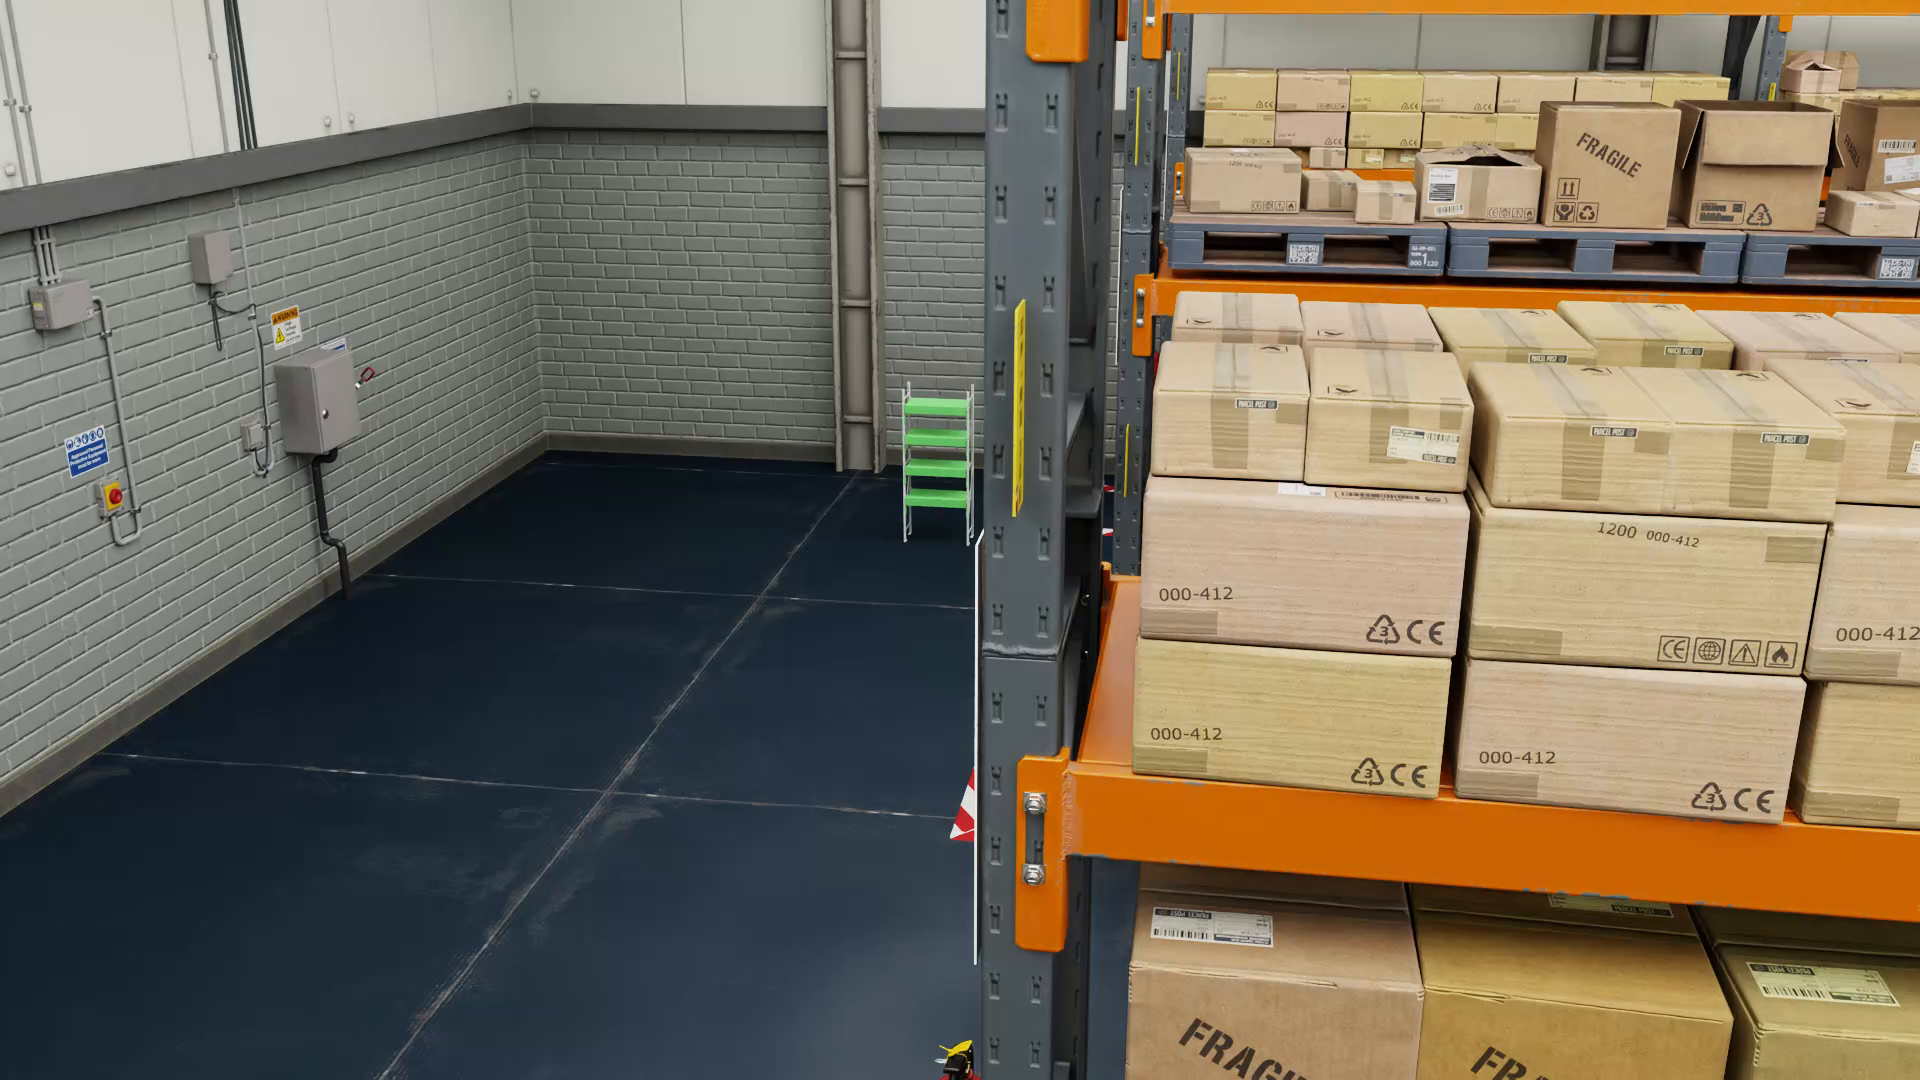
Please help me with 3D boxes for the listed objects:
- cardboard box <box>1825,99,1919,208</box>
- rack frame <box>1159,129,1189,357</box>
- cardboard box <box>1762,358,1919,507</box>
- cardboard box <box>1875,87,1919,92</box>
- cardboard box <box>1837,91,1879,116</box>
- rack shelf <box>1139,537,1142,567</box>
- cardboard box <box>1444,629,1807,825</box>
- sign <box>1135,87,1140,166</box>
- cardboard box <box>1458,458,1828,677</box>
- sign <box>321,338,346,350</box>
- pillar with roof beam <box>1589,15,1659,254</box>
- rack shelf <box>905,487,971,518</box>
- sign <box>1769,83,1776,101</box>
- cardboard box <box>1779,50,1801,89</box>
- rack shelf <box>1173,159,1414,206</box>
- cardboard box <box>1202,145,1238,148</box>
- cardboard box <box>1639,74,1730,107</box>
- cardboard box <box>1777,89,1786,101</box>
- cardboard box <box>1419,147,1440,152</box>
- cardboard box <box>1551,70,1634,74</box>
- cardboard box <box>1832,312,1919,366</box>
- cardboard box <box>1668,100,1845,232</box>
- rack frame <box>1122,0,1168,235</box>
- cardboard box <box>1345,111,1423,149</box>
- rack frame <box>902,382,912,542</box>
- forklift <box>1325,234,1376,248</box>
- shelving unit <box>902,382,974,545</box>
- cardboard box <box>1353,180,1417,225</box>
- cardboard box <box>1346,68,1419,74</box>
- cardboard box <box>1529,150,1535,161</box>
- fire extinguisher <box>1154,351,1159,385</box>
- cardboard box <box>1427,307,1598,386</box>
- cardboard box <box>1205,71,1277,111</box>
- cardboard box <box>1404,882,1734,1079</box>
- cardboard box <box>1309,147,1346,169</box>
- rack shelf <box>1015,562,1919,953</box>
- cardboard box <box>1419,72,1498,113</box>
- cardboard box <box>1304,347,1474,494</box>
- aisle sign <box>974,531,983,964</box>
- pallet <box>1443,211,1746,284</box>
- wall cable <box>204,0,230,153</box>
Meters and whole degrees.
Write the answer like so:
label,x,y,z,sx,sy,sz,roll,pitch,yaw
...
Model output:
label,x,y,z,sx,sy,sz,roll,pitch,yaw
cardboard box,4.265,-1.703,7.462,0.500,0.500,0.500,3,19,10
rack frame,1.647,-1.648,13.001,0.127,3.000,1.000,3,19,9
cardboard box,1.478,-0.179,2.704,0.250,0.149,0.380,3,19,10
cardboard box,6.673,-3.127,11.802,0.250,0.149,0.380,3,19,10
cardboard box,6.096,-2.994,11.404,0.250,0.149,0.380,3,19,10
rack shelf,2.838,0.349,8.166,4.000,0.370,1.077,3,19,9
cardboard box,1.100,0.242,2.860,0.500,0.250,0.500,4,19,10
sign,0.769,-1.794,7.207,0.005,0.325,0.100,3,19,9
cardboard box,1.086,0.004,2.784,0.500,0.250,0.500,3,19,8
sign,-4.357,-1.140,11.632,0.001,0.494,0.329,3,19,9
pillar with roof beam,4.369,-3.260,8.365,0.400,9.000,9.100,3,19,9
rack shelf,-0.163,-0.289,12.734,0.480,0.148,0.258,3,19,9
sign,5.518,-2.944,11.332,0.005,0.325,0.100,3,19,9
cardboard box,5.909,-3.340,11.786,0.258,0.266,0.396,3,19,8
rack shelf,3.622,-2.628,12.338,4.000,0.370,1.077,3,19,9
cardboard box,1.925,-2.862,12.299,0.250,0.149,0.380,3,19,10
cardboard box,5.060,-3.126,11.671,0.500,0.250,0.500,3,19,9
cardboard box,5.911,-3.159,11.897,0.250,0.149,0.380,3,19,8
cardboard box,3.423,-2.755,11.977,0.250,0.149,0.380,3,19,9
cardboard box,4.639,-3.311,12.224,0.500,0.250,0.500,2,19,7
cardboard box,1.812,-0.315,3.111,0.250,0.149,0.380,3,19,10
cardboard box,3.476,-1.667,7.349,0.637,0.503,0.797,4,19,13
rack frame,0.863,-2.938,7.401,0.127,3.000,1.000,3,19,9
cardboard box,3.050,-2.983,12.033,0.500,0.250,0.500,2,19,7
rack frame,-0.404,-0.590,12.674,0.015,1.200,0.240,3,19,9
forklift,2.714,-0.787,10.536,3.031,2.935,1.130,2,19,7
shelving unit,-0.163,-0.577,12.638,0.503,1.200,0.258,3,19,9
cardboard box,1.901,-1.516,7.455,0.250,0.149,0.380,4,19,11
cardboard box,3.154,-3.393,12.470,0.500,0.250,0.500,3,19,9
cardboard box,4.188,-2.741,11.938,0.250,0.149,0.380,4,19,11
fire extinguisher,1.428,-1.297,12.661,0.183,0.674,0.296,3,19,9
cardboard box,1.034,-0.334,3.166,0.250,0.149,0.380,2,19,7
cardboard box,2.045,-3.276,12.120,0.500,0.250,0.500,3,19,8
cardboard box,1.078,0.930,3.095,0.500,0.500,0.500,3,19,10
cardboard box,2.668,-2.794,12.096,0.250,0.149,0.380,3,19,10
rack shelf,2.153,0.483,3.040,4.000,0.370,1.077,3,19,9
cardboard box,3.548,-3.201,11.896,0.500,0.250,0.500,3,19,10
cardboard box,0.710,-0.208,2.791,0.250,0.149,0.380,4,19,11
aisle sign,0.058,0.321,3.020,0.004,0.787,0.394,3,19,9
pallet,2.806,-1.378,7.608,1.213,0.211,1.003,3,19,9
wall cable,-4.676,-3.371,8.696,0.029,3.000,2.355,3,19,9
